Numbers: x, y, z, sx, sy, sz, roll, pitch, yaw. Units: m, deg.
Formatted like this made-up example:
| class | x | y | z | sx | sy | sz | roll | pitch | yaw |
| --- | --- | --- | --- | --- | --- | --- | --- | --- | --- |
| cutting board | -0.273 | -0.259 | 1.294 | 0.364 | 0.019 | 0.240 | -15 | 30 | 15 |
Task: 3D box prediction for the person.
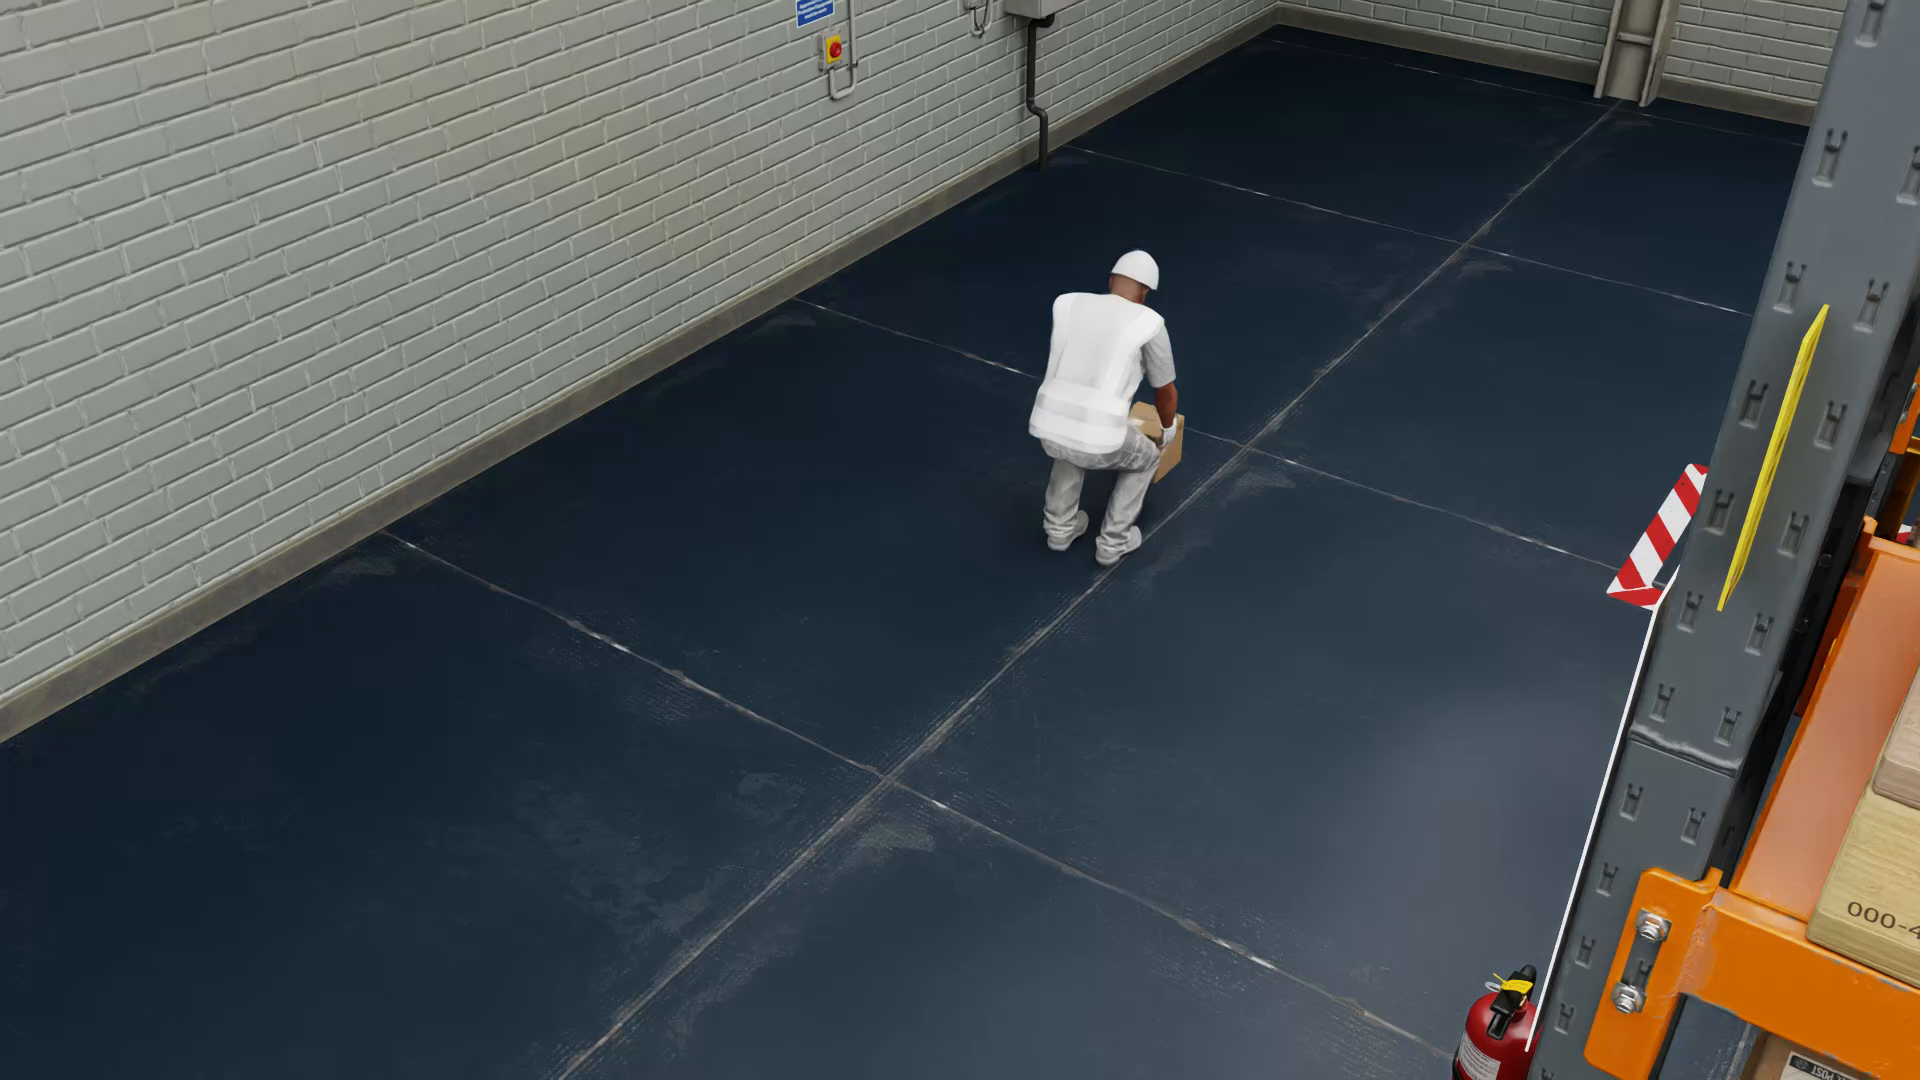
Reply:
| class | x | y | z | sx | sy | sz | roll | pitch | yaw |
| --- | --- | --- | --- | --- | --- | --- | --- | --- | --- |
| person | 0.606 | -0.731 | 7.253 | 0.609 | 0.922 | 0.813 | 21 | 40 | 28 |
